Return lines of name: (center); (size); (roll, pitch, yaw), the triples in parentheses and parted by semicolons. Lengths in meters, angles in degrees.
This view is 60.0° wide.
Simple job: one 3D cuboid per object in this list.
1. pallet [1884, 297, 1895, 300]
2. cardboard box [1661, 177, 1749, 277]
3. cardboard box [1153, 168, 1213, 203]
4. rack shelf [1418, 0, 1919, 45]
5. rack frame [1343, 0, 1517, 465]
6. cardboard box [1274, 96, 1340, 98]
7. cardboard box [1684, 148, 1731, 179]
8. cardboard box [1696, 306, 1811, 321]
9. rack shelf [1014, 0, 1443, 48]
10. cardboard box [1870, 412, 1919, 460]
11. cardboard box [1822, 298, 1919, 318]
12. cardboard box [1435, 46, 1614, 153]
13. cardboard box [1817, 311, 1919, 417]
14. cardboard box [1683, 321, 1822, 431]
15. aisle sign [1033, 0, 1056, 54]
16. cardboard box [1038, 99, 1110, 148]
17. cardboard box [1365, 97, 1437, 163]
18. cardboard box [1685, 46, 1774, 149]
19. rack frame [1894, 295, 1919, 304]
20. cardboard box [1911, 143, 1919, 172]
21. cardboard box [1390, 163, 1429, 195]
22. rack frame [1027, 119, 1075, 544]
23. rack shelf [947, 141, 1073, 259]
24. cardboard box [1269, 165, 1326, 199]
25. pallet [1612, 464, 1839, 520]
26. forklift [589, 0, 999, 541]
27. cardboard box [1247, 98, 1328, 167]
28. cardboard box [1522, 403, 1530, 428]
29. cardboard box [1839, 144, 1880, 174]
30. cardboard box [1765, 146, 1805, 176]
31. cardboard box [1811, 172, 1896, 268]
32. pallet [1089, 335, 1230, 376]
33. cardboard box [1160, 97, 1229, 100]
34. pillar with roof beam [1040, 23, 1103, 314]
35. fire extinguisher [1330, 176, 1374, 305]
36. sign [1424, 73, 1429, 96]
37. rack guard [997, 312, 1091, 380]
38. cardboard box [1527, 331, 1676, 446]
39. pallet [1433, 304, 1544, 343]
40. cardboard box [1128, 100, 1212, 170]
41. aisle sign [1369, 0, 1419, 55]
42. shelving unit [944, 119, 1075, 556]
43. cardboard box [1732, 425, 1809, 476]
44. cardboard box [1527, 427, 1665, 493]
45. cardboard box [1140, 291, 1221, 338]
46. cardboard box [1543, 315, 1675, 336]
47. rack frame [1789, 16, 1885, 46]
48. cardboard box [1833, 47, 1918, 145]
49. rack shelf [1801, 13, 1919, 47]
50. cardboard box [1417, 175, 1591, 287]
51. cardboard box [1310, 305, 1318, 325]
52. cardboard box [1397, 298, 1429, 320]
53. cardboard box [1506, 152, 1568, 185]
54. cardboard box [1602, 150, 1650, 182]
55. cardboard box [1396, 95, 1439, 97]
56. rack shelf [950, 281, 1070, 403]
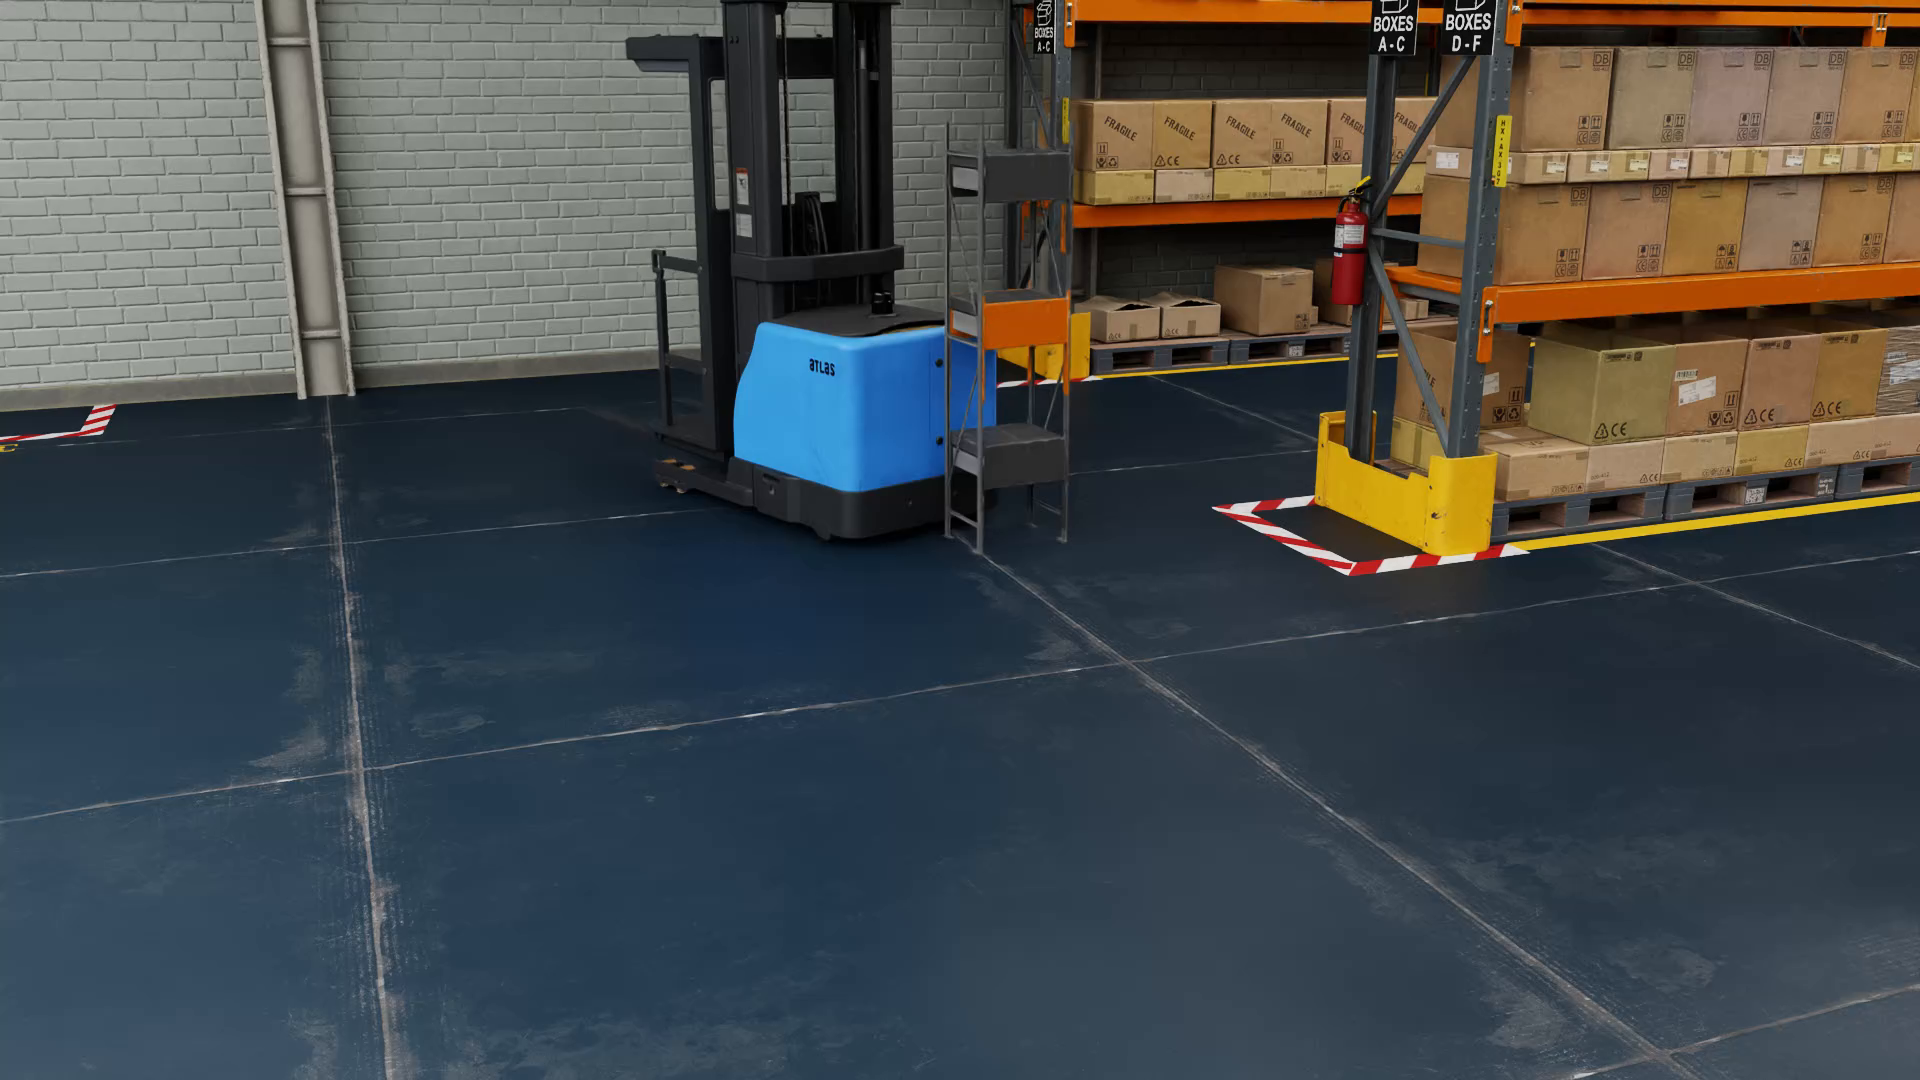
pallet: (8.816, -2.357, 16.249); (1.213, 0.211, 1.003); (-6, 17, -20)
cardboard box: (3.754, -1.720, 8.953); (0.500, 0.500, 0.700); (-6, 17, -20)
cardboard box: (1.632, -2.788, 12.998); (0.500, 0.250, 0.500); (-7, 18, -22)
rack shelf: (4.227, -2.821, 8.834); (4.000, 0.370, 1.077); (-6, 17, -20)
rack frame: (2.359, -1.525, 8.469); (0.127, 3.000, 1.000); (-6, 17, -20)
cardboard box: (2.853, -3.437, 13.877); (0.500, 0.500, 0.500); (-6, 17, -19)
cardboard box: (3.766, -1.972, 8.661); (0.250, 0.149, 0.380); (-7, 18, -22)
cardboard box: (4.615, -1.105, 9.843); (0.500, 0.500, 0.500); (-6, 17, -20)
rack shelf: (2.451, -4.124, 13.271); (4.000, 0.370, 1.077); (-6, 17, -20)
cardboard box: (5.269, -0.659, 9.653); (0.500, 0.250, 0.500); (-6, 17, -20)
cardboard box: (5.549, -1.206, 10.186); (0.500, 0.500, 0.500); (-6, 17, -20)
cardboard box: (2.849, -2.245, 8.439); (0.500, 0.500, 0.700); (-6, 17, -20)
cardboard box: (5.268, -1.019, 9.548); (0.500, 0.500, 0.500); (-6, 17, -20)
cardboard box: (4.341, -0.913, 9.189); (0.500, 0.500, 0.500); (-6, 17, -20)
aisle sign: (0.623, -3.989, 12.246); (0.004, 0.787, 0.394); (-6, 17, -20)
cardboard box: (0.947, -3.229, 13.171); (0.500, 0.500, 0.500); (-6, 18, -21)
cardboard box: (3.523, -3.348, 13.576); (0.500, 0.500, 0.500); (-6, 17, -20)
cardboard box: (3.809, -2.350, 8.798); (0.500, 0.500, 0.700); (-6, 17, -20)
rack frame: (6.094, -1.929, 9.842); (0.127, 3.000, 1.000); (-6, 17, -20)
cardboard box: (5.197, -2.126, 9.185); (0.250, 0.149, 0.380); (-6, 17, -20)
cardboard box: (3.516, -2.994, 13.700); (0.500, 0.250, 0.500); (-6, 17, -20)
rack frame: (0.454, -1.040, 8.412); (0.015, 2.100, 0.400); (-8, 18, -25)
rack shelf: (0.236, -1.668, 8.115); (0.480, 0.518, 0.431); (-8, 18, -25)
cardboard box: (2.583, -2.888, 13.339); (0.500, 0.250, 0.500); (-6, 17, -20)
pallet: (4.196, -0.398, 9.577); (1.213, 0.211, 1.003); (-6, 17, -20)
forklift: (-1.131, -1.750, 9.356); (1.130, 2.935, 3.031); (-14, 21, -39)
cardboard box: (2.564, -3.248, 13.234); (0.500, 0.500, 0.500); (-6, 17, -18)
cardboard box: (3.217, -0.593, 9.428); (0.500, 0.250, 0.500); (-6, 17, -20)
cardboard box: (4.731, -2.076, 9.017); (0.250, 0.149, 0.380); (-6, 17, -18)
cardboard box: (4.238, -2.022, 8.832); (0.250, 0.149, 0.380); (-6, 17, -20)
cardboard box: (4.722, -1.826, 9.314); (0.500, 0.500, 0.700); (-6, 17, -19)
pallet: (1.425, -1.571, 13.572); (1.213, 0.211, 1.003); (-6, 17, -20)
cardboard box: (1.902, -3.331, 13.516); (0.500, 0.500, 0.500); (-7, 18, -22)
pillar with roof beam: (2.468, -4.872, 9.219); (0.400, 9.000, 9.100); (-6, 17, -20)
fire extinguisher: (2.082, -1.599, 8.855); (0.183, 0.674, 0.296); (-6, 17, -20)
sign: (4.116, -3.933, 14.612); (0.005, 0.325, 0.100); (-6, 17, -20)
rack guard: (0.654, -1.637, 13.284); (0.348, 0.500, 1.175); (-6, 17, -20)
cardboard box: (3.406, -0.814, 8.850); (0.500, 0.500, 0.500); (-6, 17, -20)
pallet: (5.045, -1.973, 14.941); (1.213, 0.211, 1.003); (-6, 17, -20)
cardboard box: (1.601, -3.142, 12.874); (0.500, 0.500, 0.500); (-6, 17, -20)
aisle sign: (2.193, -2.843, 8.343); (0.004, 0.787, 0.394); (-6, 17, -20)
shelving unit: (0.236, -1.009, 8.308); (0.503, 2.100, 0.431); (-8, 18, -25)
cardboard box: (4.341, -0.554, 9.295); (0.500, 0.250, 0.500); (-6, 17, -20)
cardboard box: (3.405, -0.454, 8.957); (0.500, 0.250, 0.500); (-6, 17, -20)
cardboard box: (1.794, -1.853, 13.575); (0.500, 0.311, 0.500); (-5, 17, -15)
cardboard box: (3.682, -1.004, 9.499); (0.500, 0.500, 0.500); (-6, 17, -20)
rack frame: (8.053, -3.635, 15.652); (0.127, 3.000, 1.000); (-6, 17, -20)
cardboard box: (4.743, -2.451, 9.141); (0.500, 0.500, 0.700); (-6, 17, -20)
rack shelf: (9.921, -4.931, 16.018); (4.000, 0.370, 1.077); (-6, 17, -20)
cardboard box: (2.800, -1.617, 8.604); (0.500, 0.500, 0.700); (-6, 17, -20)
cardboard box: (2.817, -1.919, 14.088); (0.250, 0.149, 0.380); (-8, 18, -25)
cardboard box: (3.829, -2.021, 14.406); (0.250, 0.166, 0.380); (-9, 18, -27)
cardboard box: (2.802, -1.867, 8.305); (0.250, 0.149, 0.380); (-6, 18, -20)
cardboard box: (3.281, -1.920, 8.483); (0.250, 0.149, 0.380); (-6, 17, -20)
cardboard box: (3.805, -3.537, 14.218); (0.500, 0.500, 0.500); (-7, 18, -21)
rack shelf: (0.236, -0.996, 8.312); (0.480, 0.518, 0.431); (-8, 18, -25)
